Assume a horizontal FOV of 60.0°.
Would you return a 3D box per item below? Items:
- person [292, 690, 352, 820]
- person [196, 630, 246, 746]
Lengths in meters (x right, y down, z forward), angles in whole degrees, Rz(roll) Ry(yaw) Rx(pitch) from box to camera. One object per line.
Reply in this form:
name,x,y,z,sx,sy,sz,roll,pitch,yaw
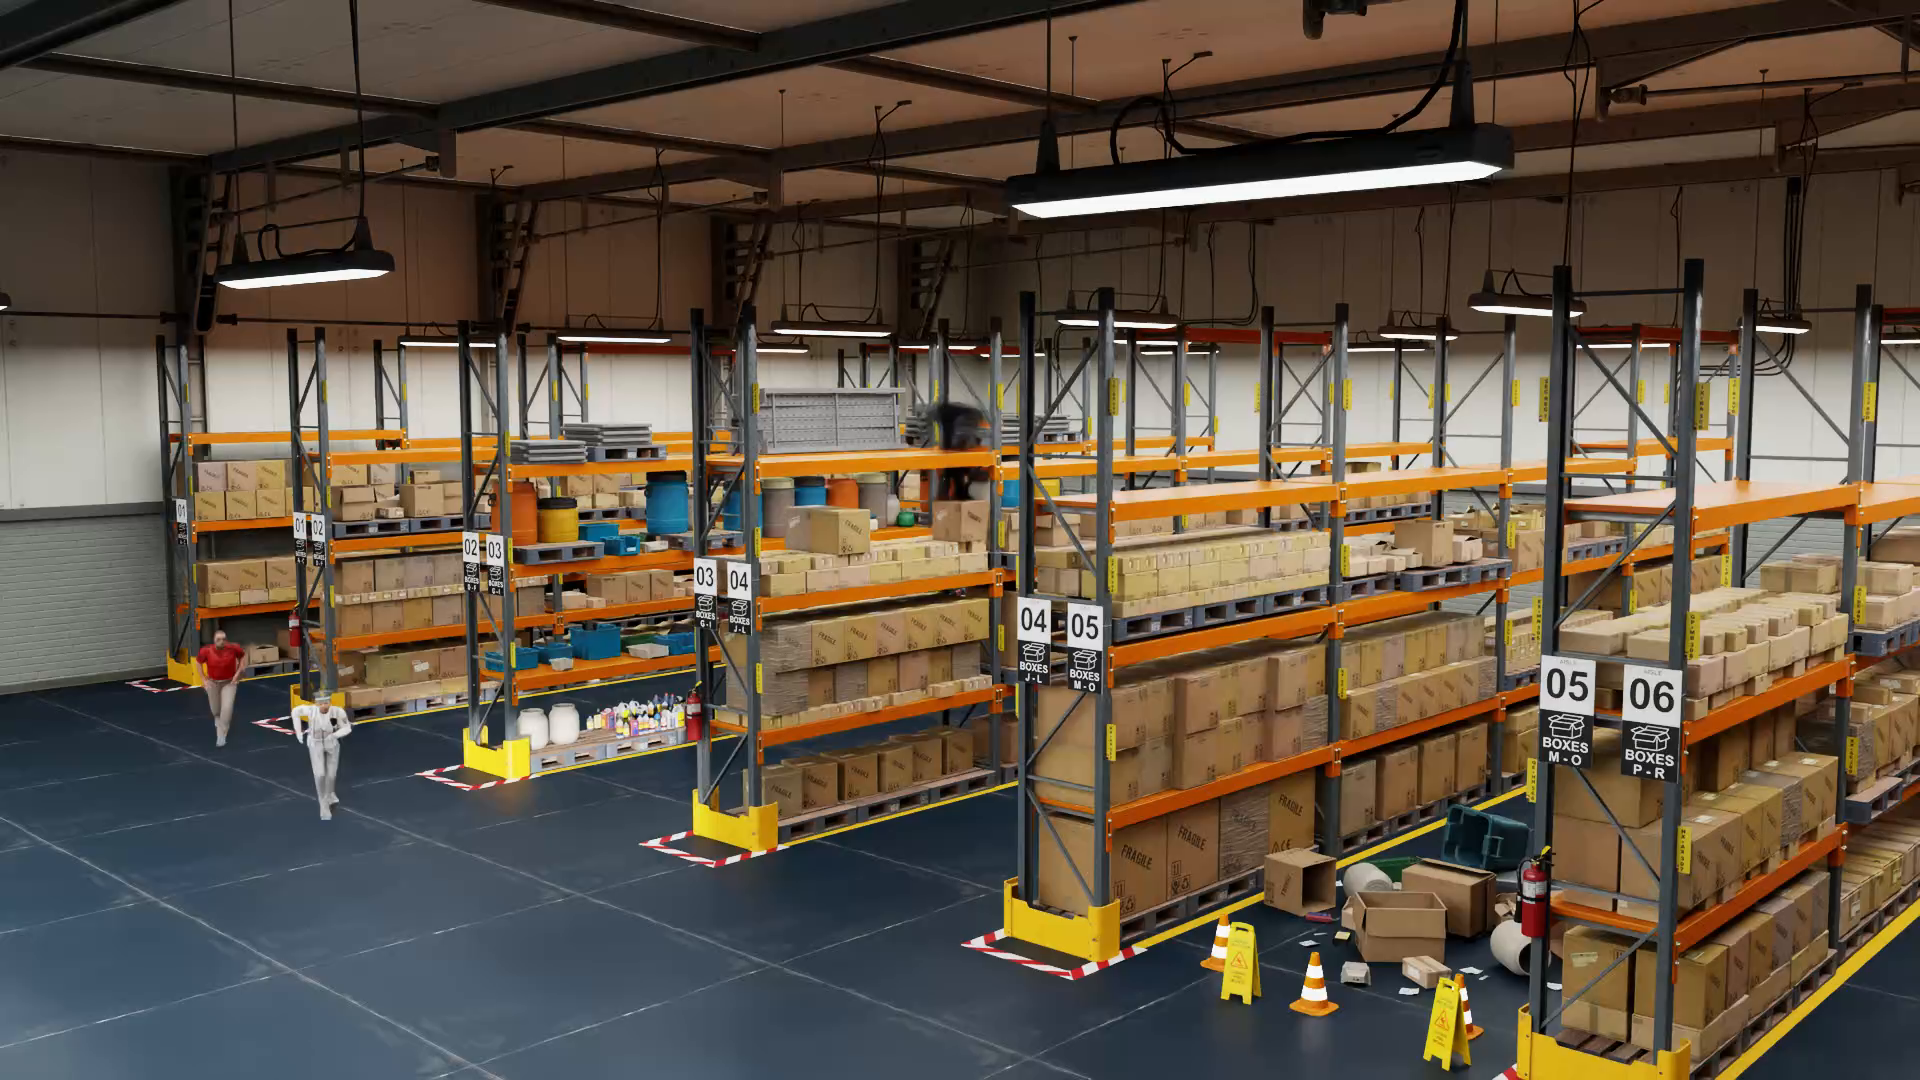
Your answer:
person,-7.640,2.543,19.951,0.663,1.601,0.939,-2,6,-19
person,-10.699,2.106,24.099,0.668,1.689,0.894,-3,6,-27
